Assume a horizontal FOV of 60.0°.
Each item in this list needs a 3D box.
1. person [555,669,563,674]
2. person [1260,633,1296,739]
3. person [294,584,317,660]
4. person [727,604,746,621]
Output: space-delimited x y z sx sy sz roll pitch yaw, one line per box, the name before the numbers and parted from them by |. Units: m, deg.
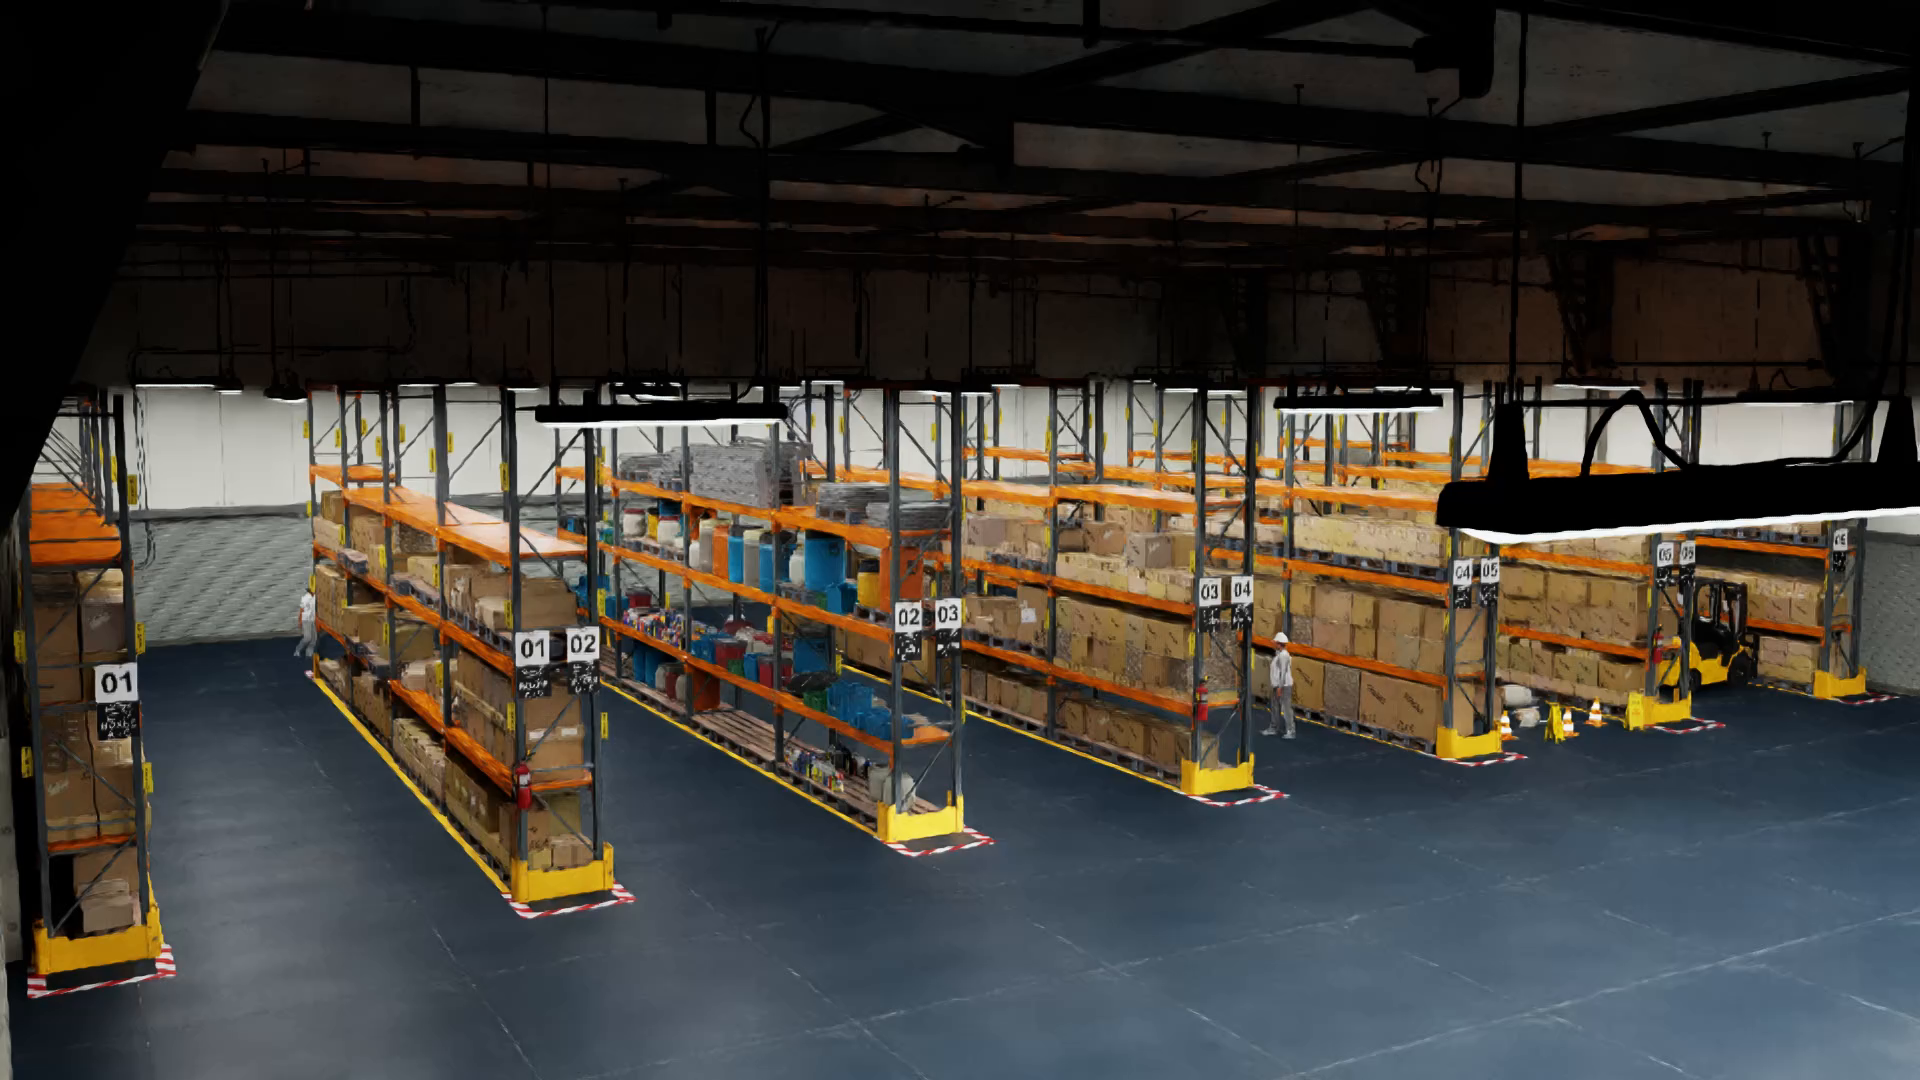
person | -7.173 2.324 29.341 0.626 1.767 0.492 4 7 35
person | 5.389 2.448 28.126 0.570 1.768 0.627 0 6 -1
person | -13.947 1.737 35.561 0.573 1.653 0.555 3 7 23
person | -4.423 2.023 32.941 0.456 1.589 1.088 -3 7 -26
